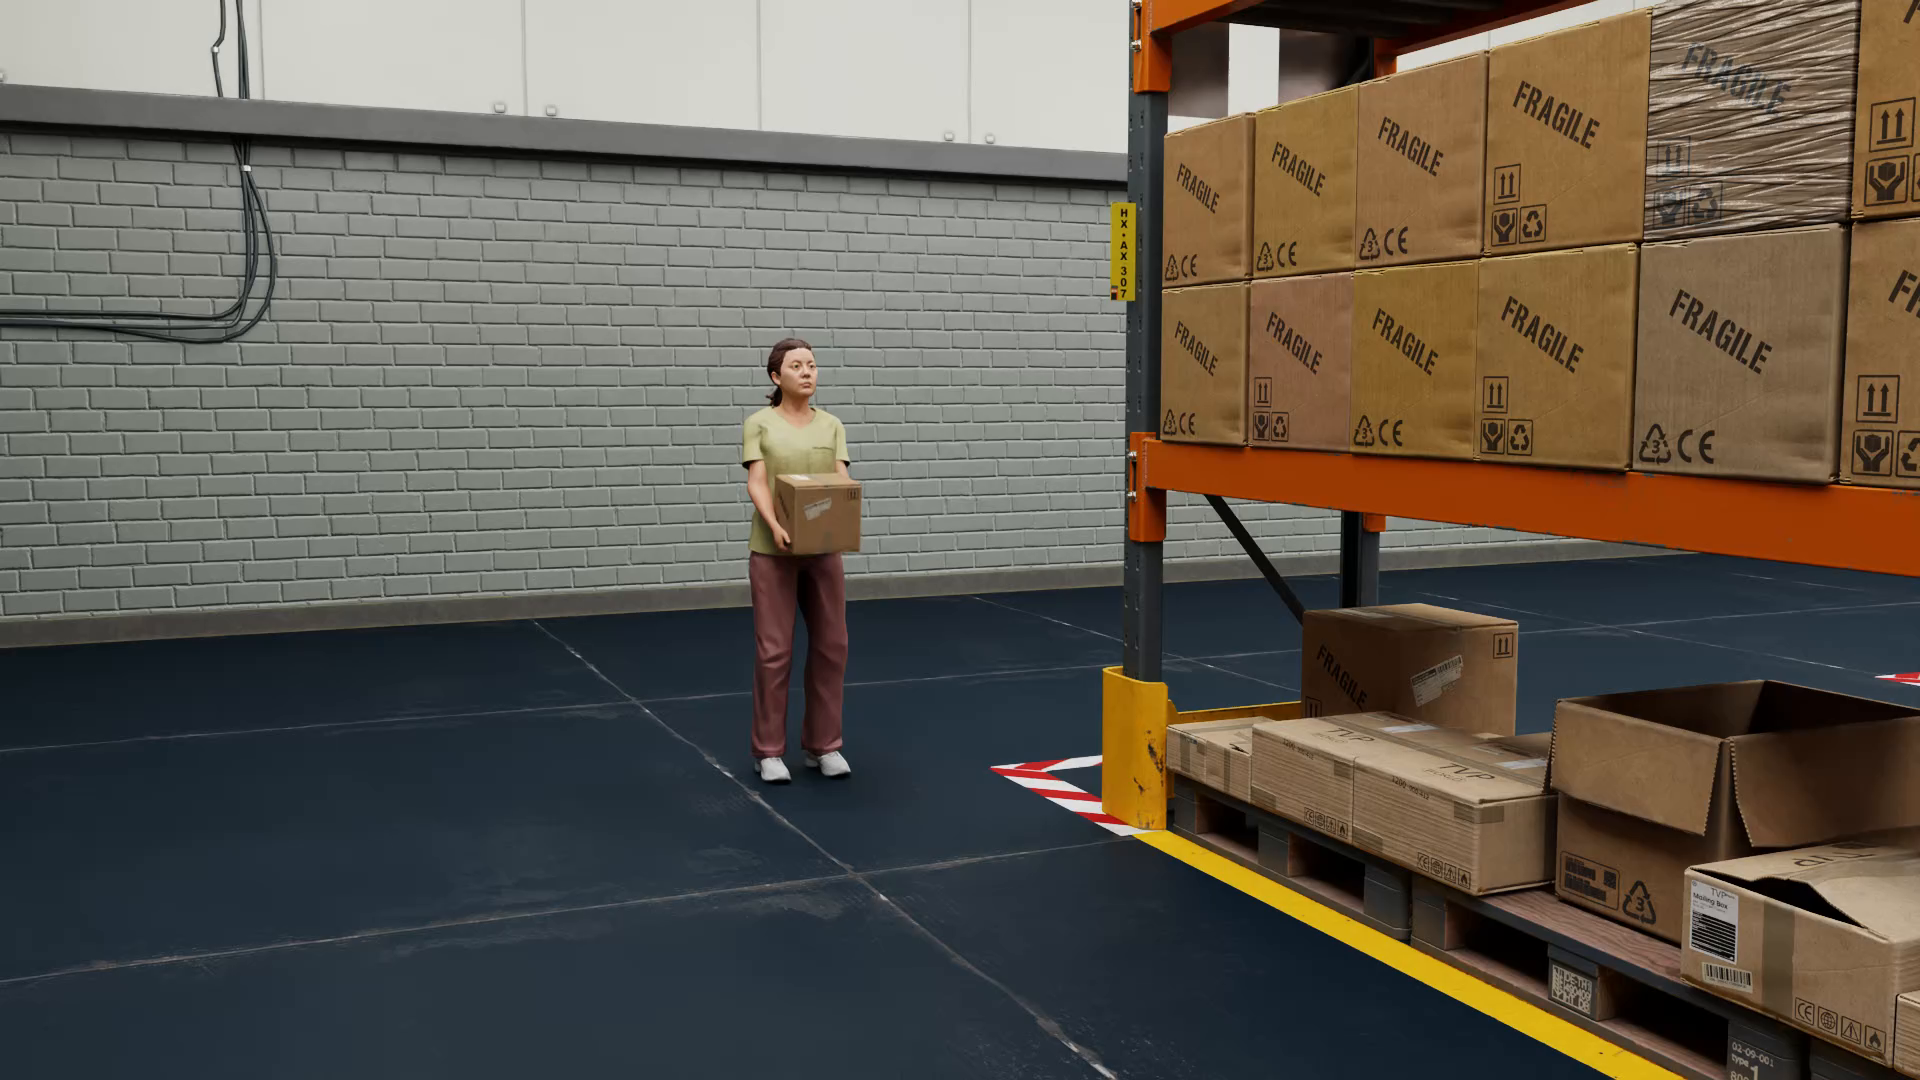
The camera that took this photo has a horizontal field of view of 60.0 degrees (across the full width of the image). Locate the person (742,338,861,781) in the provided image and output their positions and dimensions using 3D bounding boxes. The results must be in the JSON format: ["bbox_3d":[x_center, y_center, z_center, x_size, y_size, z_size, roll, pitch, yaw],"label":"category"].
[{"bbox_3d":[-0.592,0.072,6.272,0.428,1.662,0.559,-2,6,-24],"label":"person"}]
